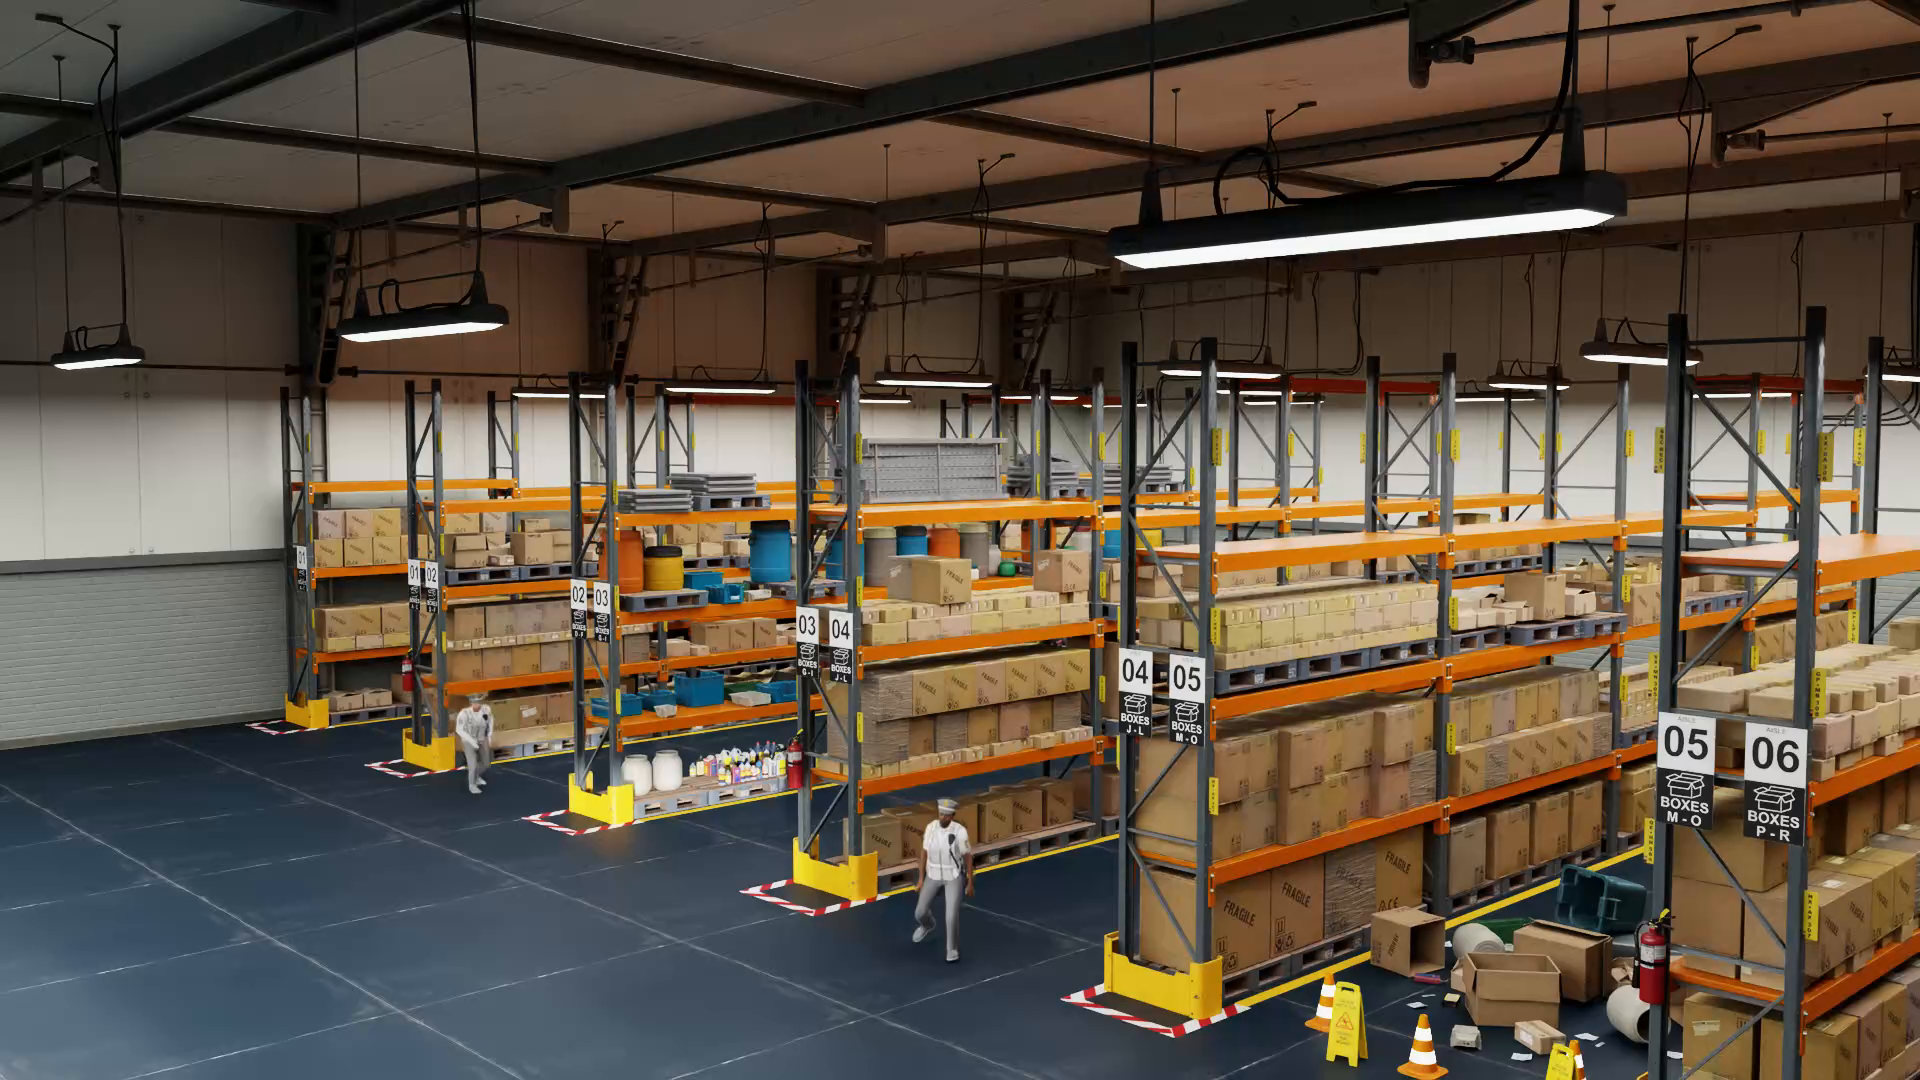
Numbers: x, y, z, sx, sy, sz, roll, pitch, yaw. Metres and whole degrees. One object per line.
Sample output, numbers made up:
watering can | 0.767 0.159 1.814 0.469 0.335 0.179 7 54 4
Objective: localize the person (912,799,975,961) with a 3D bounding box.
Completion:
person | -0.163 3.308 16.440 0.748 1.620 0.621 1 4 15

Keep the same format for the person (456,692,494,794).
person | -6.968 2.889 23.831 0.578 1.510 0.837 -3 5 -36
